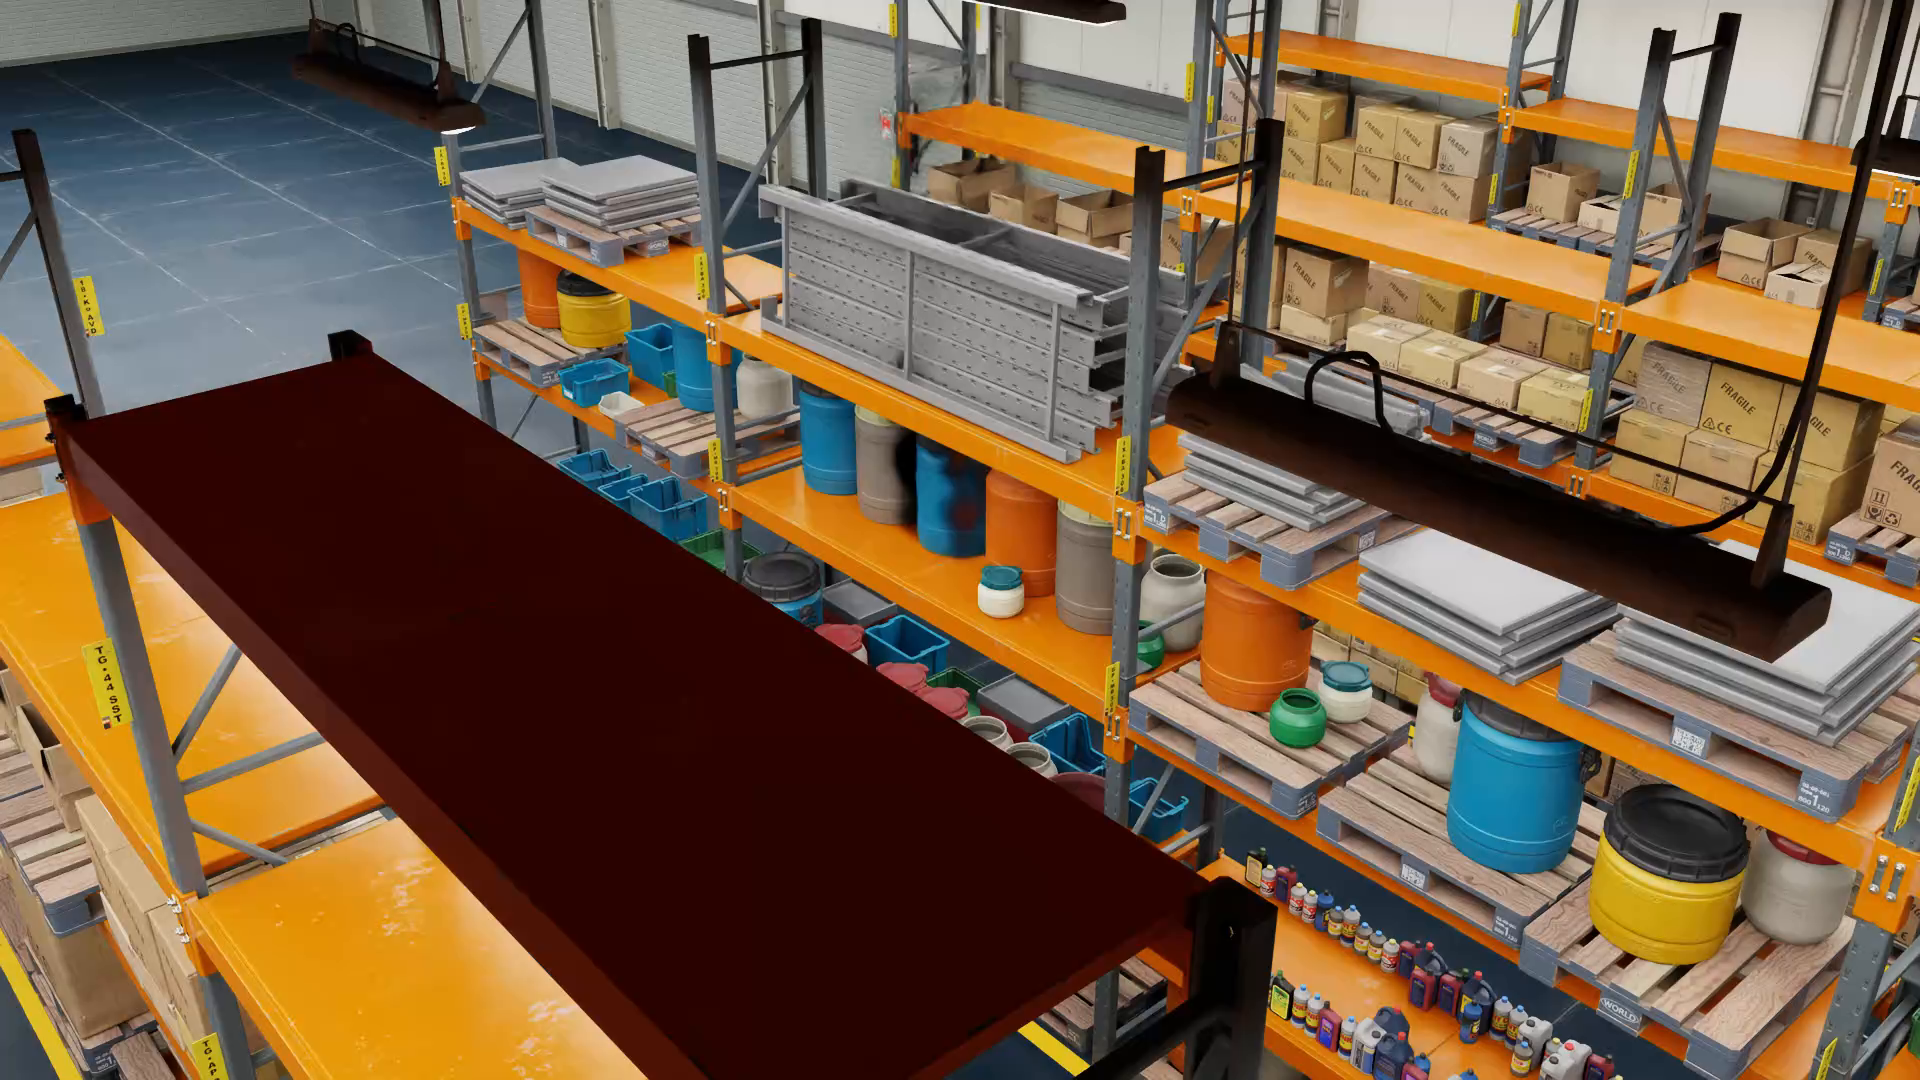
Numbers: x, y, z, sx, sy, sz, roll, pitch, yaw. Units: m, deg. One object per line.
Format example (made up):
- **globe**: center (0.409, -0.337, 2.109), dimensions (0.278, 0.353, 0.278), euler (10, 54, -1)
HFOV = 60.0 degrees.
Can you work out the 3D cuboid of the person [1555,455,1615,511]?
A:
- **person**: center (5.826, 0.040, 15.546), dimensions (0.776, 1.826, 0.685), euler (21, 34, 35)
